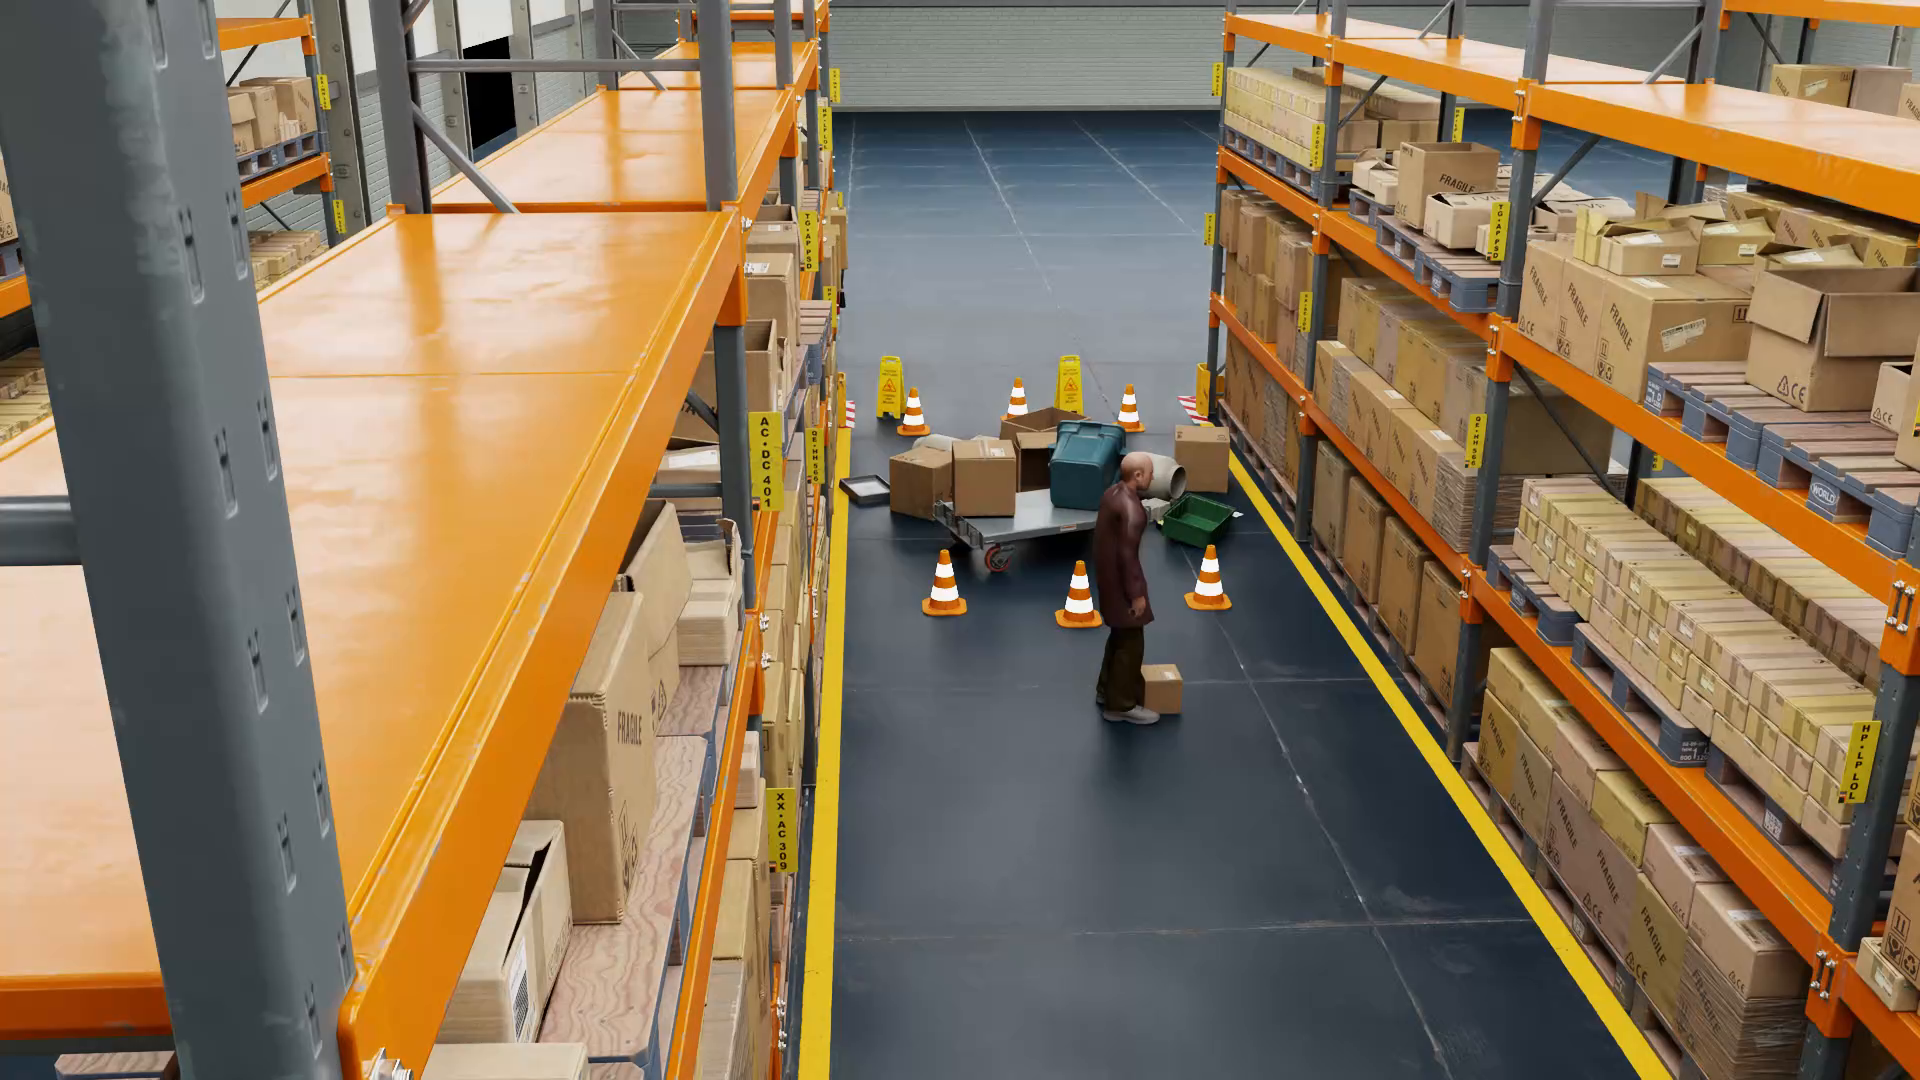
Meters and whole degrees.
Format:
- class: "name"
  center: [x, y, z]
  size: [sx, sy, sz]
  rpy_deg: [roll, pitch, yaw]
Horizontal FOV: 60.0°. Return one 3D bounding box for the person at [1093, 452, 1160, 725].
- class: "person"
  center: [1.078, 0.286, 10.818]
  size: [0.429, 1.772, 0.643]
  rpy_deg: [-2, 20, -6]
